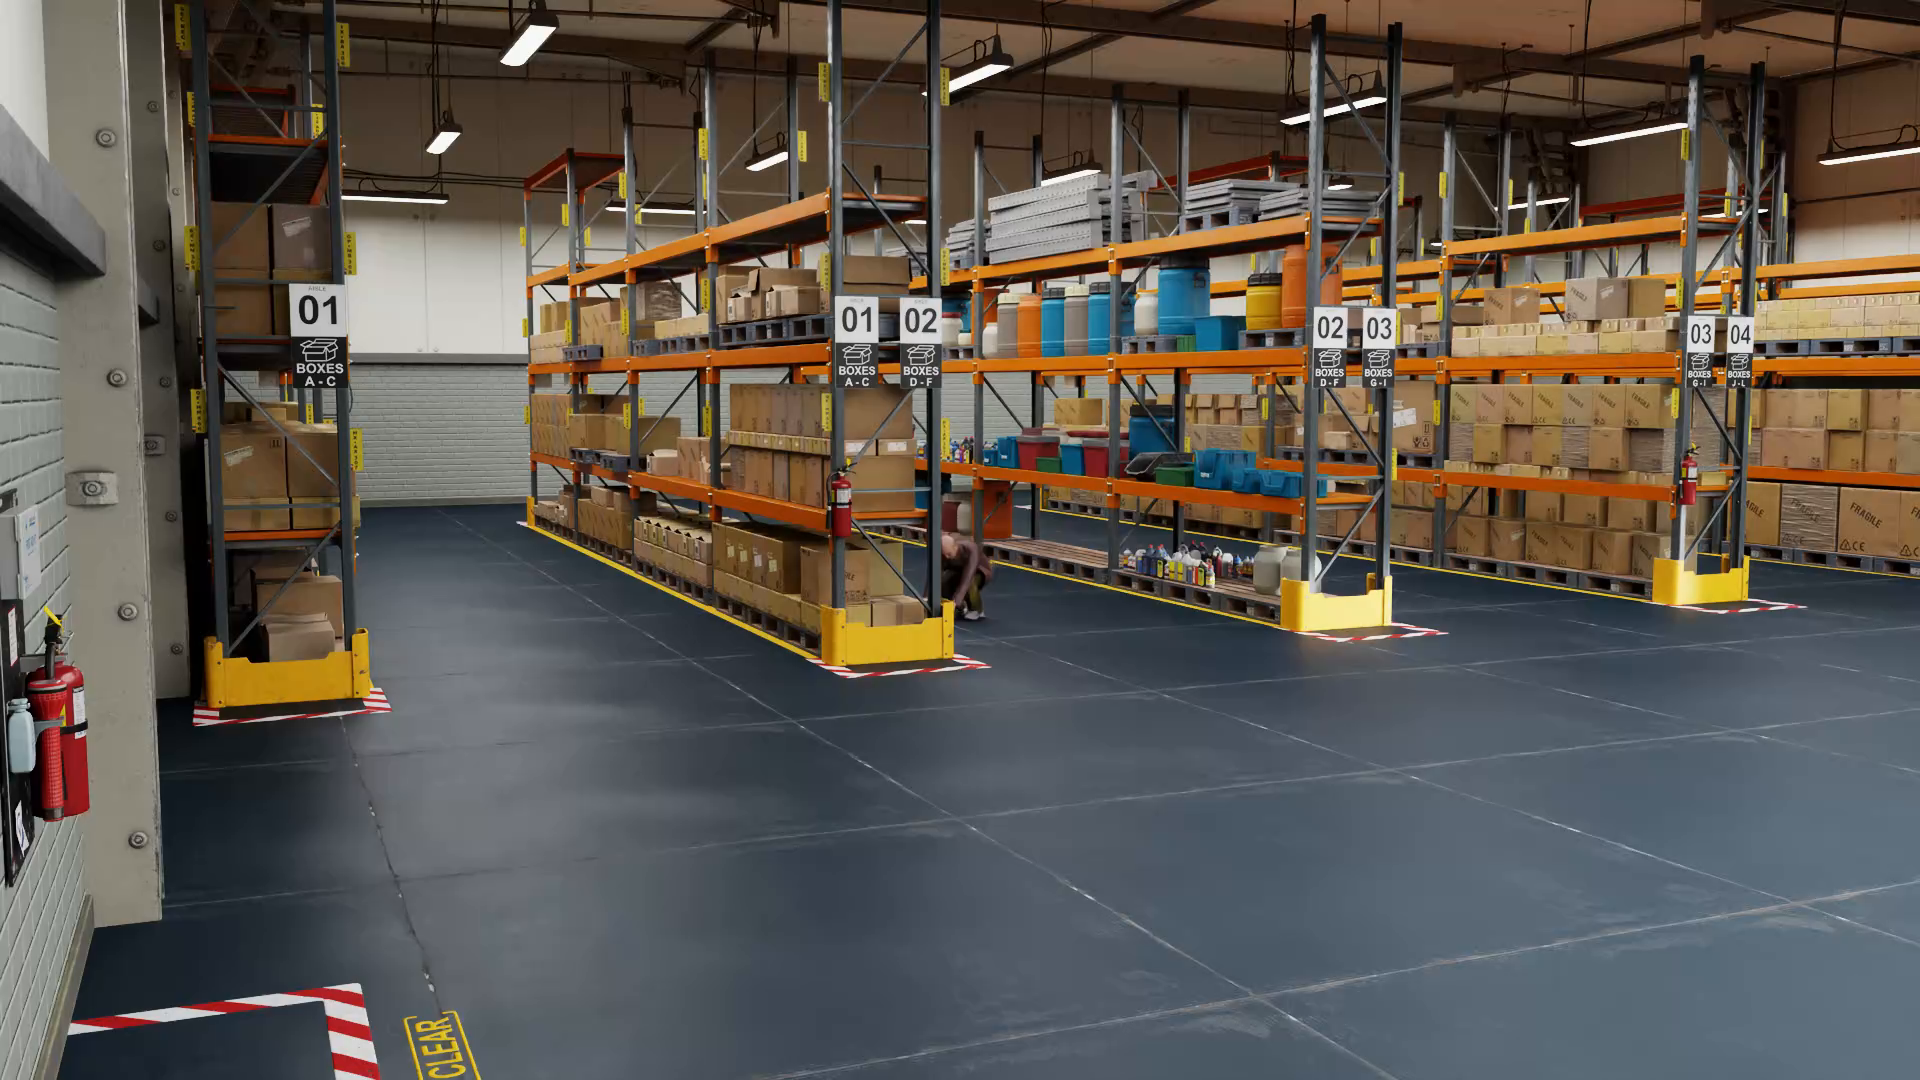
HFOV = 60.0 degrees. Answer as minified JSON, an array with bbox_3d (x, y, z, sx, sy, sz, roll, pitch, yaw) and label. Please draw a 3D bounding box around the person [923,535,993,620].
[{"bbox_3d":[-0.007,0.383,17.329,0.593,0.900,0.939,4,6,34],"label":"person"}]
